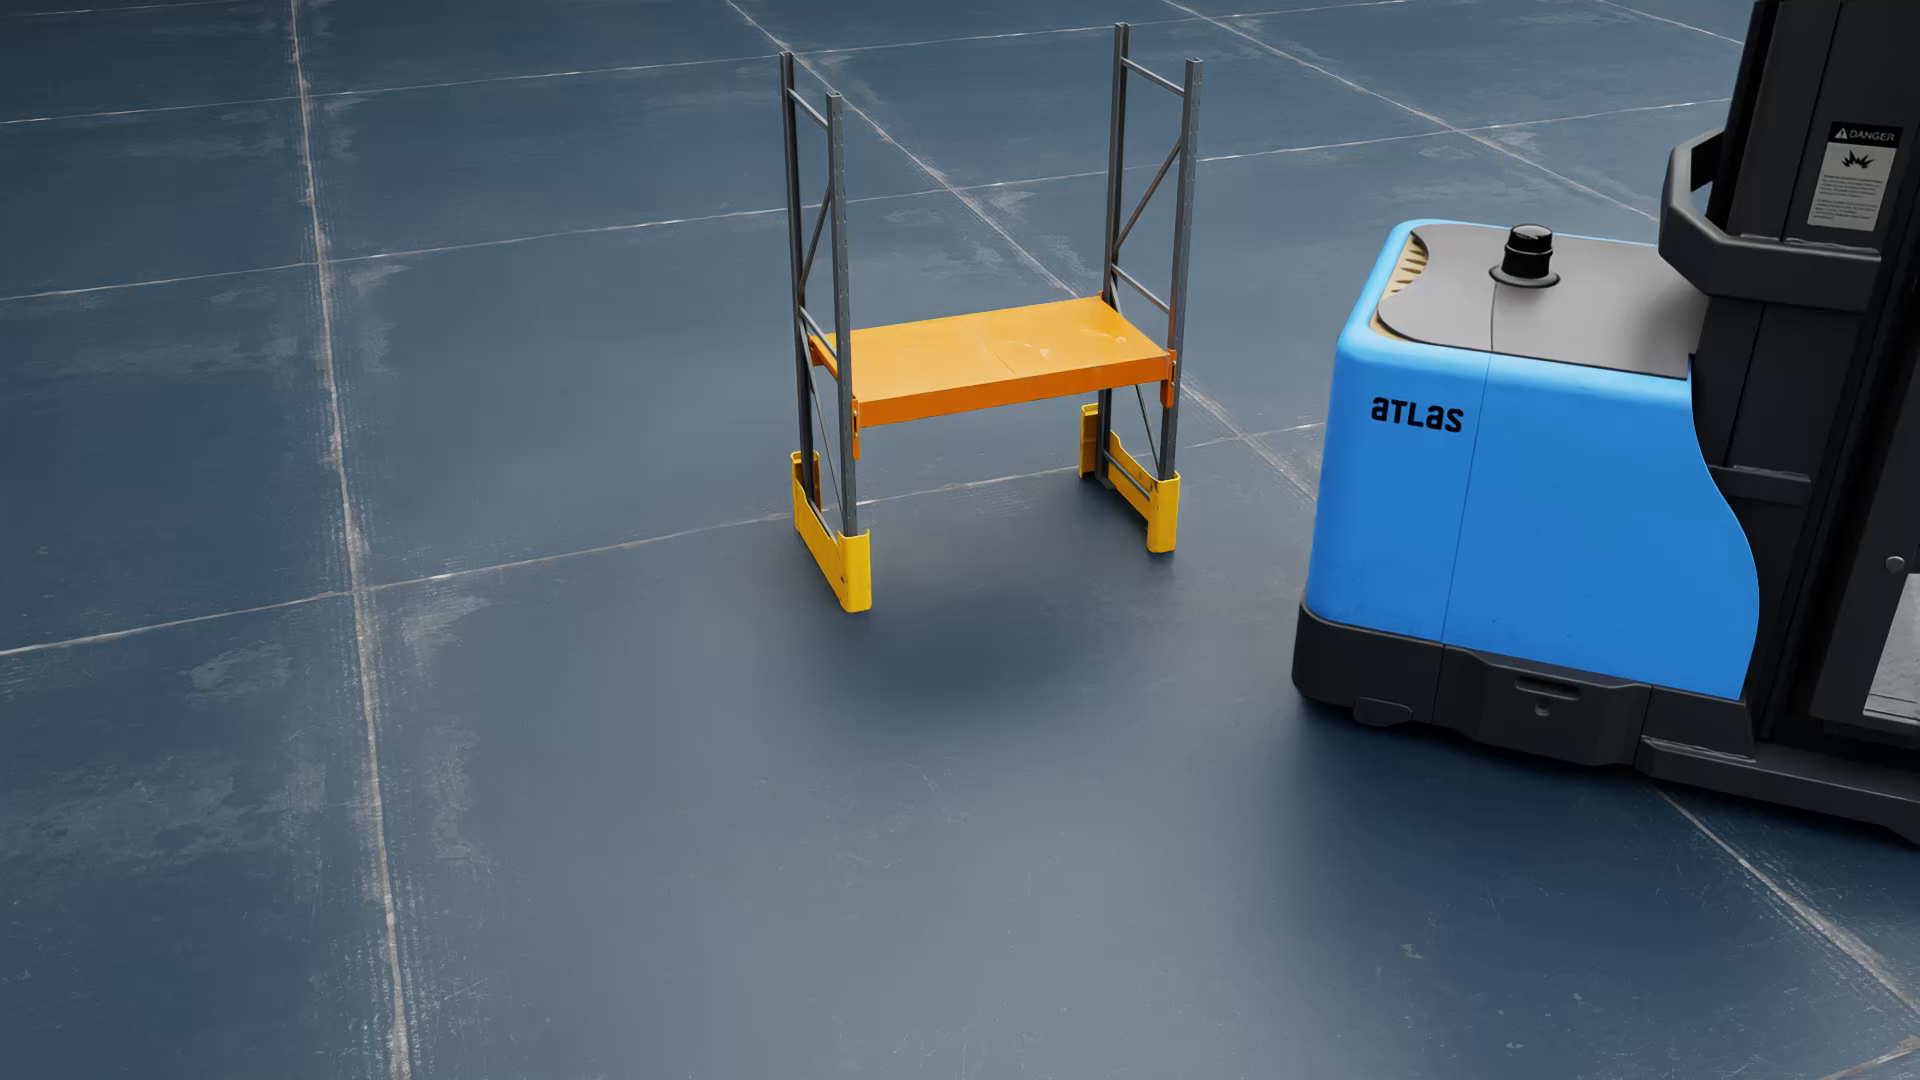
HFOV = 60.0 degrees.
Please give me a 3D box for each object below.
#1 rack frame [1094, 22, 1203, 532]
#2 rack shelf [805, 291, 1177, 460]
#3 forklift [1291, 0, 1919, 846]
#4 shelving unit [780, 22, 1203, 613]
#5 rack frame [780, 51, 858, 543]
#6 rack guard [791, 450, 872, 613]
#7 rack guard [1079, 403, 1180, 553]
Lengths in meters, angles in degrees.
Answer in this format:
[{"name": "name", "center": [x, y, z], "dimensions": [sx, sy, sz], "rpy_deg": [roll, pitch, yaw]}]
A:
[{"name": "rack frame", "center": [0.556, -0.754, 5.059], "dimensions": [0.032, 1.500, 0.500], "rpy_deg": [-10, 31, -18]}, {"name": "rack shelf", "center": [0.080, -0.510, 4.994], "dimensions": [1.000, 0.185, 0.538], "rpy_deg": [-10, 31, -18]}, {"name": "forklift", "center": [2.458, -0.776, 3.650], "dimensions": [3.031, 2.935, 1.130], "rpy_deg": [11, 31, 18]}, {"name": "shelving unit", "center": [0.071, -0.665, 4.902], "dimensions": [1.083, 1.500, 0.587], "rpy_deg": [-10, 31, -18]}, {"name": "rack frame", "center": [-0.396, -0.579, 4.751], "dimensions": [0.032, 1.500, 0.500], "rpy_deg": [-10, 31, -18]}, {"name": "rack guard", "center": [-0.395, -0.036, 5.060], "dimensions": [0.087, 0.250, 0.587], "rpy_deg": [-10, 31, -18]}, {"name": "rack guard", "center": [0.538, -0.208, 5.362], "dimensions": [0.087, 0.250, 0.587], "rpy_deg": [-10, 31, -18]}]
